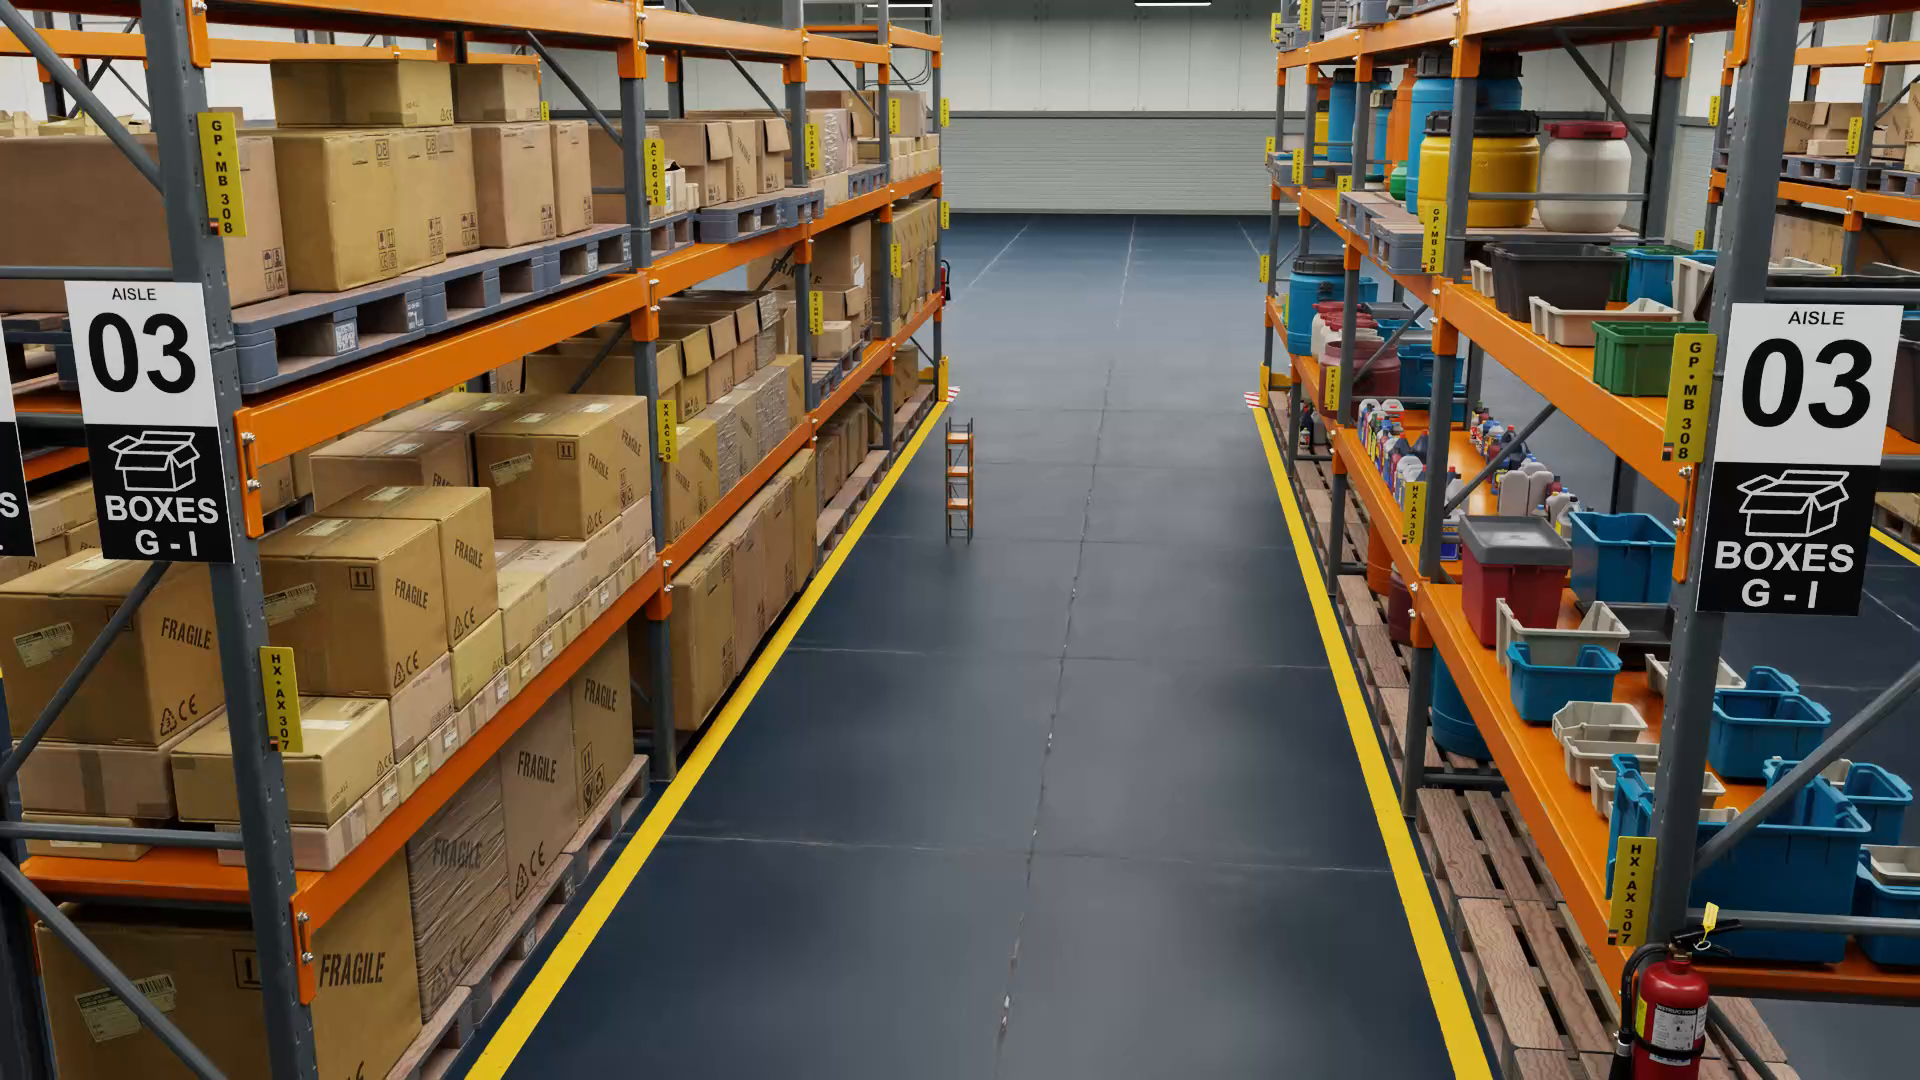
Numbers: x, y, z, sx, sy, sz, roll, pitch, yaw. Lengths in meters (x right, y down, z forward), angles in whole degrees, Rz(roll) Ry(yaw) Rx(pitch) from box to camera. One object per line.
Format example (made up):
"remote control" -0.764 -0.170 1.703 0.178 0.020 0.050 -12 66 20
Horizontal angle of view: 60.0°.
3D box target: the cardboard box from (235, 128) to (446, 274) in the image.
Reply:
"cardboard box" -2.338 -1.254 6.120 0.700 0.500 0.500 1 15 2

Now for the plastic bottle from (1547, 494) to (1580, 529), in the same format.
"plastic bottle" 3.307 -0.128 9.127 0.152 0.276 0.135 2 15 6

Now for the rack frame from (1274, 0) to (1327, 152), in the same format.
"rack frame" 4.189 -5.993 19.084 1.000 3.000 0.127 2 15 6

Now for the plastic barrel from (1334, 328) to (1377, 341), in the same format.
"plastic barrel" 3.238 -1.458 13.593 0.421 0.512 0.421 0 15 0

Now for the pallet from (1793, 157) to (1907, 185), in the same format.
"pallet" 8.730 -3.540 15.928 1.003 0.211 1.213 2 15 6

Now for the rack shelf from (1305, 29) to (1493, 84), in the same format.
"rack shelf" 3.512 -3.896 13.475 1.077 0.370 4.000 2 15 6

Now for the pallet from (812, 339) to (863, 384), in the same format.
"pallet" -1.452 -1.590 14.662 1.003 0.211 1.213 2 15 6

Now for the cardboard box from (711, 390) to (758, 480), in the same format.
"cardboard box" -1.620 -0.685 10.756 0.500 0.500 0.500 2 15 7

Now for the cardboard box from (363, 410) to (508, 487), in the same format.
"cardboard box" -2.457 -0.319 7.877 0.500 0.500 0.500 2 15 6

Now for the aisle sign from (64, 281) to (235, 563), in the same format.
"aisle sign" -2.247 -0.320 4.619 0.394 0.787 0.004 2 15 6

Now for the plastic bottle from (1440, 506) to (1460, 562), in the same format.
"plastic bottle" 2.559 -0.036 8.787 0.152 0.276 0.135 2 15 6

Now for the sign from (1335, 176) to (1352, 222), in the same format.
"sign" 2.739 -2.434 11.869 0.100 0.325 0.005 2 15 6

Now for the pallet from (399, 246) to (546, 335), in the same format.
"pallet" -2.329 -1.008 6.566 1.003 0.211 1.213 2 15 6

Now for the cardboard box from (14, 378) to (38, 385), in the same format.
"cardboard box" -6.356 -1.095 11.002 0.380 0.149 0.250 2 15 8

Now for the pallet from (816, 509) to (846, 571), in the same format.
"pallet" -1.545 -0.024 13.847 1.003 0.211 1.213 2 15 6

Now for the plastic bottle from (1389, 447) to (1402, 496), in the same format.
"plastic bottle" 2.679 -0.422 10.198 0.061 0.283 0.133 2 15 6

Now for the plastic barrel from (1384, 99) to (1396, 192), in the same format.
"plastic barrel" 3.669 -3.053 13.138 0.600 0.830 0.708 2 15 6

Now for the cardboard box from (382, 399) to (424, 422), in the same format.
"cardboard box" -6.081 -1.330 16.841 1.050 0.750 0.750 2 15 6

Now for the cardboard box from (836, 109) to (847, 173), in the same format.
"cardboard box" -1.215 -3.282 13.656 0.500 0.500 0.500 1 15 5

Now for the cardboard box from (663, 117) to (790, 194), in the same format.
"cardboard box" -1.632 -2.708 11.681 0.797 0.503 0.637 3 15 10

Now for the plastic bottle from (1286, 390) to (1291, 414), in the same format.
"plastic bottle" 3.675 -1.531 18.461 0.097 0.271 0.097 0 15 0

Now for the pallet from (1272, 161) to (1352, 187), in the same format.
"pallet" 3.722 -3.606 16.366 1.213 0.211 1.003 2 15 6

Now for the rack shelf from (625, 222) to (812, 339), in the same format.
"rack shelf" -1.860 -1.750 10.518 1.077 0.370 4.000 2 15 6

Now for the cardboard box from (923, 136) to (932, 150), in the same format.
"cardboard box" -0.526 -4.525 18.928 0.380 0.149 0.250 2 15 7

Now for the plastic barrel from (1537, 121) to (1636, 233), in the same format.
"plastic barrel" 3.144 -1.830 8.371 0.433 0.535 0.433 0 15 0

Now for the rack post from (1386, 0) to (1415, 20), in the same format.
"rack post" 2.937 -3.168 9.595 0.937 0.300 0.954 3 15 12

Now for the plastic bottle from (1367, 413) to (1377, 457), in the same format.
"plastic bottle" 2.804 -0.709 11.262 0.061 0.283 0.133 2 15 6

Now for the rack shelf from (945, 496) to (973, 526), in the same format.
"rack shelf" -0.006 -0.214 14.049 0.215 0.259 0.240 2 15 6

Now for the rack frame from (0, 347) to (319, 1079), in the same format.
"rack frame" -2.537 0.907 5.060 1.000 3.000 0.127 2 15 6

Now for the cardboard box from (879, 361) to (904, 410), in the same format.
"cardboard box" -0.942 -1.759 18.906 0.500 0.500 0.500 3 15 11

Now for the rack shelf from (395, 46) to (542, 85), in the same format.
"rack shelf" -5.874 -5.252 18.489 1.077 0.370 4.000 2 15 6

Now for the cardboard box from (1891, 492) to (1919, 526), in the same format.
"cardboard box" 8.195 -0.291 13.957 0.500 0.250 0.500 2 15 7

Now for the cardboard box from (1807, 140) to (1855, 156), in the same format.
"cardboard box" 8.524 -3.830 16.242 0.380 0.149 0.250 2 15 6

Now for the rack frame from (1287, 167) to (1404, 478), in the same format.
"rack frame" 3.738 -2.059 16.031 1.000 3.000 0.127 2 15 6

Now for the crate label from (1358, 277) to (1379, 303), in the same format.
"crate label" 4.251 -2.628 18.068 0.502 0.435 0.616 2 15 6

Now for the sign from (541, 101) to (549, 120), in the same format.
"sign" -5.111 -5.232 20.475 0.100 0.325 0.005 2 15 6

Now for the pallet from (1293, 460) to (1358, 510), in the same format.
"pallet" 3.688 -0.508 15.637 1.003 0.211 1.213 2 15 6

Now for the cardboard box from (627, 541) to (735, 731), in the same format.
"cardboard box" -2.034 0.526 9.735 1.225 0.875 0.875 2 15 6

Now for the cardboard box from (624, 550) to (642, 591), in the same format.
"cardboard box" -1.824 0.147 8.354 0.380 0.149 0.250 2 15 7

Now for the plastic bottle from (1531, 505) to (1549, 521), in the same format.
"plastic bottle" 3.181 -0.091 9.132 0.097 0.201 0.097 0 15 0

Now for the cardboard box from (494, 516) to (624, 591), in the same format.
"cardboard box" -1.931 0.055 7.929 0.500 0.250 0.500 2 15 8

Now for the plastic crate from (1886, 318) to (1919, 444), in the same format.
"plastic crate" 2.704 -0.423 4.485 0.497 0.269 0.590 2 15 6

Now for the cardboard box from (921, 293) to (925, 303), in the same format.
"cardboard box" -0.608 -2.846 19.421 0.380 0.149 0.250 2 15 6

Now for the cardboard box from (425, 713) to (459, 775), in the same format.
"cardboard box" -2.085 0.746 6.140 0.380 0.149 0.250 1 15 5

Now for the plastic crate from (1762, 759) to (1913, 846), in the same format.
"plastic crate" 2.813 0.880 5.367 0.416 0.233 0.300 2 15 6

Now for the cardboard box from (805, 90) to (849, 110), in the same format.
"cardboard box" -1.386 -4.210 16.521 0.500 0.500 0.500 1 15 5

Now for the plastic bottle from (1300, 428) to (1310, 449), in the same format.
"plastic bottle" 3.469 -1.024 16.720 0.097 0.201 0.097 0 15 0

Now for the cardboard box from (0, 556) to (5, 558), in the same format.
"cardboard box" -6.599 0.017 10.899 0.500 0.250 0.500 2 15 8

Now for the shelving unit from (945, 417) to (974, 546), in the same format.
"shelving unit" -0.006 -0.493 13.974 0.215 1.050 0.252 2 15 6

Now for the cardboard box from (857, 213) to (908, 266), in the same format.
"cardboard box" -0.825 -3.119 17.271 0.500 0.500 0.500 2 15 6

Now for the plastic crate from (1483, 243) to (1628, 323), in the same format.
"plastic crate" 2.423 -1.055 6.821 0.497 0.269 0.590 2 15 6

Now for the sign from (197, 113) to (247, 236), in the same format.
"sign" -1.987 -0.983 4.478 0.100 0.325 0.005 2 15 6

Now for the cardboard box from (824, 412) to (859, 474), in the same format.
"cardboard box" -1.346 -0.929 15.797 0.700 0.500 0.500 2 15 6

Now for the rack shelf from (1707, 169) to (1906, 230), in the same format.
"rack shelf" 8.885 -3.532 17.108 1.077 0.370 4.000 2 15 6

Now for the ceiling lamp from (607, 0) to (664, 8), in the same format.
"ceiling lamp" -8.817 -15.878 44.460 2.000 3.185 0.800 2 15 6

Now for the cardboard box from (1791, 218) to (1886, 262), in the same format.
"cardboard box" 8.816 -2.963 16.697 0.700 0.500 0.500 2 15 6

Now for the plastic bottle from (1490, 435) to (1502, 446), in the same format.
"plastic bottle" 3.553 -0.593 10.989 0.097 0.201 0.097 0 15 0

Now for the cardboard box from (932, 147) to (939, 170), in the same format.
"cardboard box" -0.534 -4.486 19.545 0.500 0.250 0.500 2 15 8
